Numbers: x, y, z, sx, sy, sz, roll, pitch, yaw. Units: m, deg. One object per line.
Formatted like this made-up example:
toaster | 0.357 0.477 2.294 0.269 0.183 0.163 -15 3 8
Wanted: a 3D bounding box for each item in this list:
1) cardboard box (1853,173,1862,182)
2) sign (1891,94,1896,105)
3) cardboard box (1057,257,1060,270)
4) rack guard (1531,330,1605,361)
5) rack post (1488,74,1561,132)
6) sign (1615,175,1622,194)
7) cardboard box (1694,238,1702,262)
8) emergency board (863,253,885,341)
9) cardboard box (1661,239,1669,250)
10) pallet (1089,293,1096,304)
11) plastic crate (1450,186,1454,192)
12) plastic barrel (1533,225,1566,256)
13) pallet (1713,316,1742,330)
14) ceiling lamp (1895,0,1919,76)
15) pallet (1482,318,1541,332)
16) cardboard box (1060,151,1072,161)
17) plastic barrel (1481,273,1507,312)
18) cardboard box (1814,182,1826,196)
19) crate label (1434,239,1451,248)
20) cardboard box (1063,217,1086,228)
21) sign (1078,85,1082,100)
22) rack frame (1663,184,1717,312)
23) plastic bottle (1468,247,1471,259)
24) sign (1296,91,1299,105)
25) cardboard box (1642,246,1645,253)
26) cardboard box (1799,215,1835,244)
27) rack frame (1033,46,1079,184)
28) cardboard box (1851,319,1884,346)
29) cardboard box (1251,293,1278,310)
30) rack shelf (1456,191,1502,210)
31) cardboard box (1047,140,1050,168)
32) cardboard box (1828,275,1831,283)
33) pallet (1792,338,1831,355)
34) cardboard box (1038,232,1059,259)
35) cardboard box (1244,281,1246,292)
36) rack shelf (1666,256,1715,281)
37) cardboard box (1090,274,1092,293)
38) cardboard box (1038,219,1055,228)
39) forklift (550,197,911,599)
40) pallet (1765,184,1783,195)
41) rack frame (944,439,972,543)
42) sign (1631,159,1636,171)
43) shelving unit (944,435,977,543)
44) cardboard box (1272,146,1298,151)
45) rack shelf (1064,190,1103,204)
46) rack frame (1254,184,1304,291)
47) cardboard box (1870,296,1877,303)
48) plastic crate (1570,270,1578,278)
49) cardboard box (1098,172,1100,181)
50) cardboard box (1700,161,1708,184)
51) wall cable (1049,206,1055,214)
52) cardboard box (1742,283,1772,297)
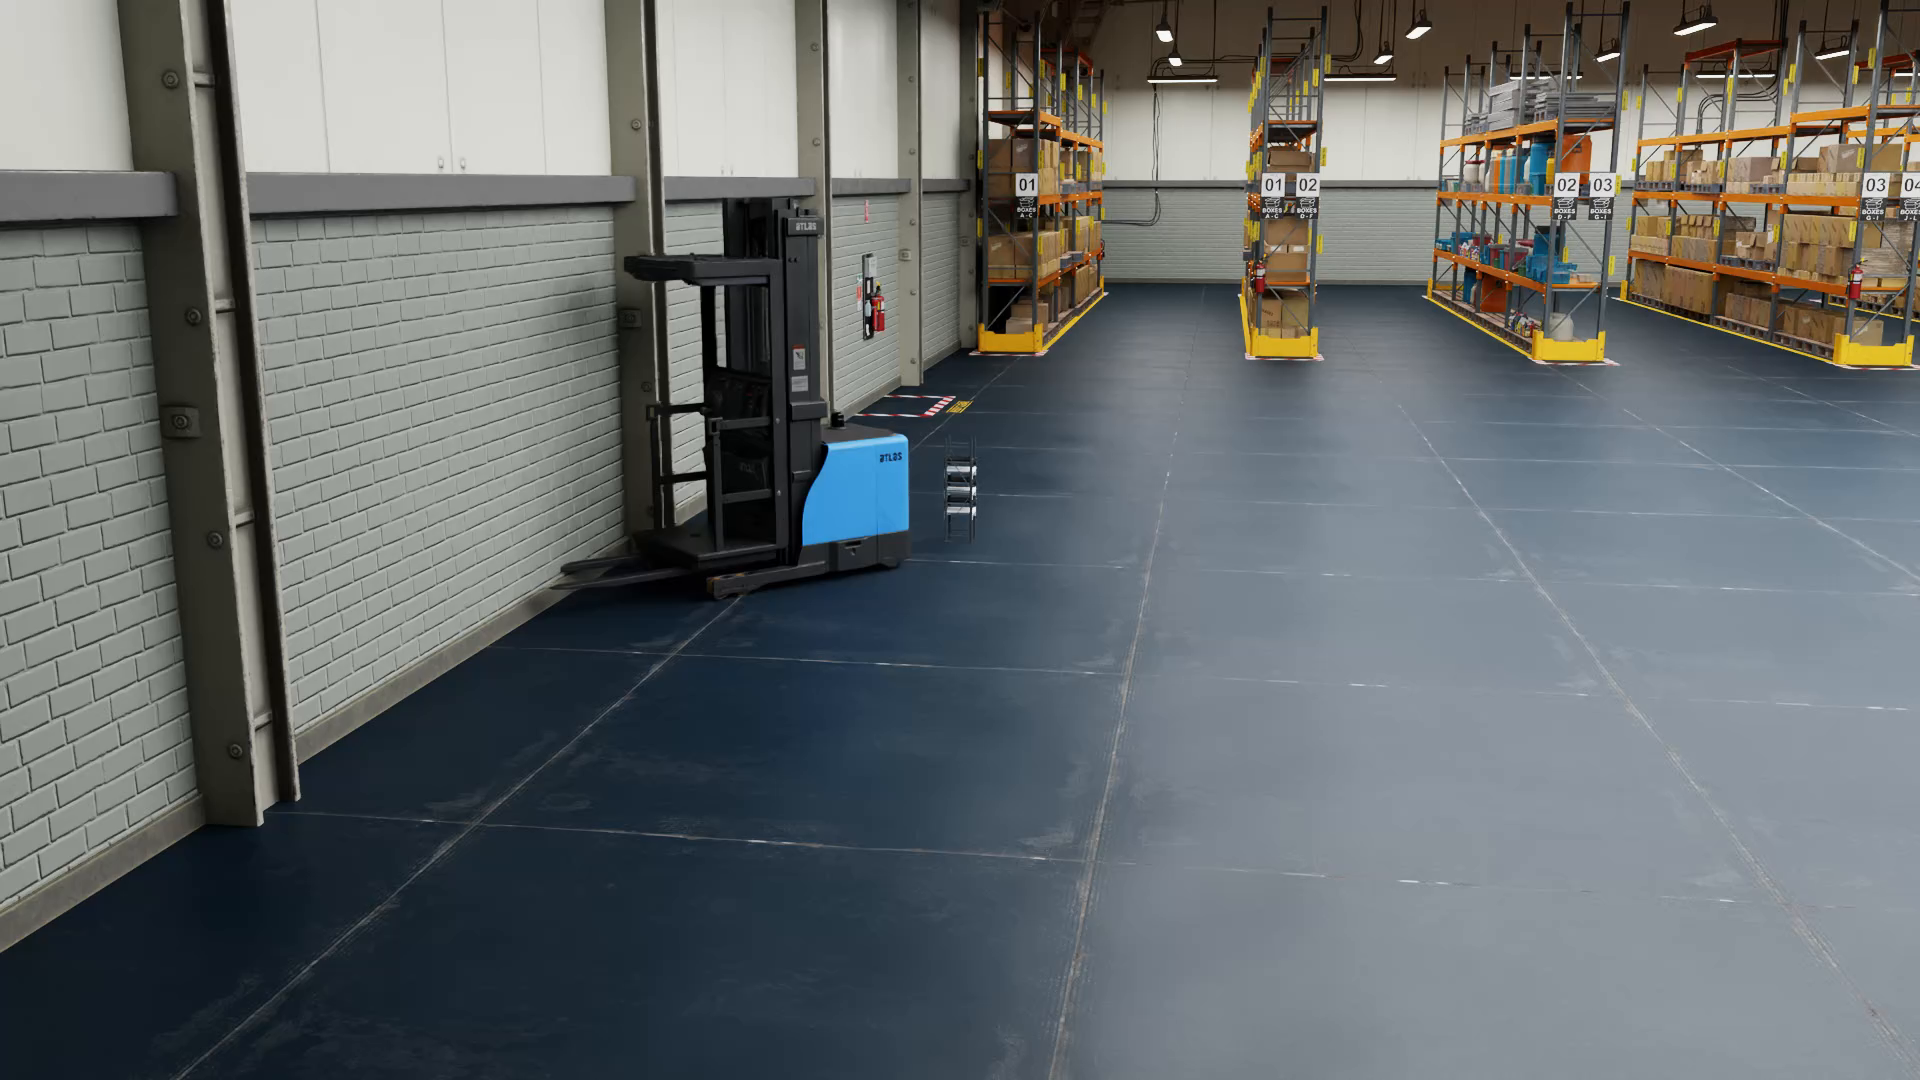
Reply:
cardboard box | 15.333 -6.121 28.065 0.380 0.149 0.250 2 12 9
sign | 23.490 -11.059 41.854 0.100 0.325 0.005 2 12 9
cardboard box | 1.757 -5.607 33.701 0.500 0.250 0.500 2 12 9
rack guard | 10.670 -3.421 29.181 1.175 0.500 0.348 2 12 9
rack post | 11.538 -8.901 33.963 1.013 1.000 3.121 2 12 9
sign | 11.248 -6.078 28.433 0.100 0.325 0.005 2 12 9
cardboard box | 16.819 -6.502 37.306 0.500 0.500 0.500 1 12 7
emergency board | -1.172 -3.358 22.956 0.194 1.169 0.643 2 12 9
cardboard box | 17.253 -7.136 40.134 0.500 0.250 0.500 2 12 8
pallet | 2.955 -6.237 42.934 1.003 0.211 1.213 2 12 9
plastic crate | 12.370 -8.738 41.426 0.293 0.136 0.466 2 12 9
plastic barrel | 11.679 -5.774 32.976 0.600 0.901 0.708 2 12 9
pallet | 16.707 -4.605 35.359 1.003 0.211 1.213 2 12 9
ceiling lamp | 25.869 -13.898 43.767 2.000 3.185 0.800 2 12 9
pallet | 11.588 -4.515 34.941 1.003 0.211 1.213 2 12 9
cardboard box | 2.426 -9.247 40.100 0.500 0.250 0.500 1 12 7
plastic barrel | 11.993 -5.538 37.224 0.600 0.830 0.708 2 12 9
cardboard box | 15.655 -6.282 29.759 0.500 0.250 0.500 2 12 8
crate label | 12.802 -7.863 44.114 0.416 0.233 0.303 2 12 9
cardboard box | 2.775 -7.697 40.320 0.500 0.250 0.500 2 12 10
sign | 2.684 -10.024 37.243 0.100 0.325 0.005 2 12 9
rack frame | 17.444 -6.963 39.683 1.000 3.000 0.127 2 12 9
plastic bottle | 11.800 -6.636 38.443 0.061 0.283 0.133 2 12 9
sign | 8.206 -10.735 40.352 0.100 0.325 0.005 2 12 9
cardboard box | 17.483 -7.342 42.038 0.380 0.149 0.250 2 12 8
cardboard box | 15.741 -5.687 30.446 0.500 0.500 0.500 2 12 9
rack frame | 2.146 -9.545 37.422 1.000 3.000 0.127 2 12 9
cardboard box | 15.711 -3.578 28.912 0.500 0.500 0.500 4 13 19
cardboard box | 5.817 -4.449 31.765 0.500 0.500 0.500 2 12 9
rack shelf | 12.243 -7.822 38.256 1.077 0.370 4.000 2 12 9
cardboard box | 1.410 -7.243 31.202 0.500 0.500 0.500 2 12 10
cardboard box | 15.598 -4.616 29.390 0.380 0.149 0.250 2 12 9
pallet | 15.960 -3.539 30.414 1.003 0.211 1.213 2 12 9
cardboard box | 1.692 -5.870 33.139 0.500 0.500 0.500 2 12 8
cardboard box | 7.754 -6.676 43.835 0.500 0.250 0.500 2 12 9
rack shelf | 17.137 -6.195 37.827 1.077 0.370 4.000 2 12 9
cardboard box | 3.058 -6.685 43.328 0.700 0.500 0.500 2 12 8
cardboard box | 1.959 -7.285 38.408 0.500 0.250 0.500 2 12 10
forklift | -1.882 -1.114 12.707 3.031 2.935 1.130 -9 15 -36
pallet | 16.414 -6.797 32.240 1.213 0.211 1.003 2 12 9
rack frame | -0.014 -0.420 14.308 0.240 0.900 0.006 2 12 9
sign | 17.512 -9.747 43.220 0.100 0.325 0.005 2 12 9
shelving unit | 0.001 -0.442 14.406 0.258 0.900 0.210 2 12 9
cardboard box | 6.560 -7.712 33.615 0.500 0.500 0.500 2 12 9
rack shelf | 3.069 -8.976 43.609 1.077 0.370 4.000 2 12 9
rack frame | 6.426 -5.620 33.449 1.000 3.000 0.127 2 12 9
cardboard box | 22.153 -5.794 40.030 0.380 0.149 0.250 1 12 7
plastic crate | 11.320 -4.983 31.122 0.530 0.136 0.437 2 12 9
cardboard box | 3.447 -9.655 44.176 0.500 0.250 0.500 1 12 7
cardboard box | 17.122 -8.279 37.425 0.797 0.503 0.637 2 12 8
wall cable | 2.639 -9.071 47.053 0.084 1.984 1.851 2 12 9
cardboard box | 16.684 -5.239 34.792 0.500 0.250 0.500 3 13 15
